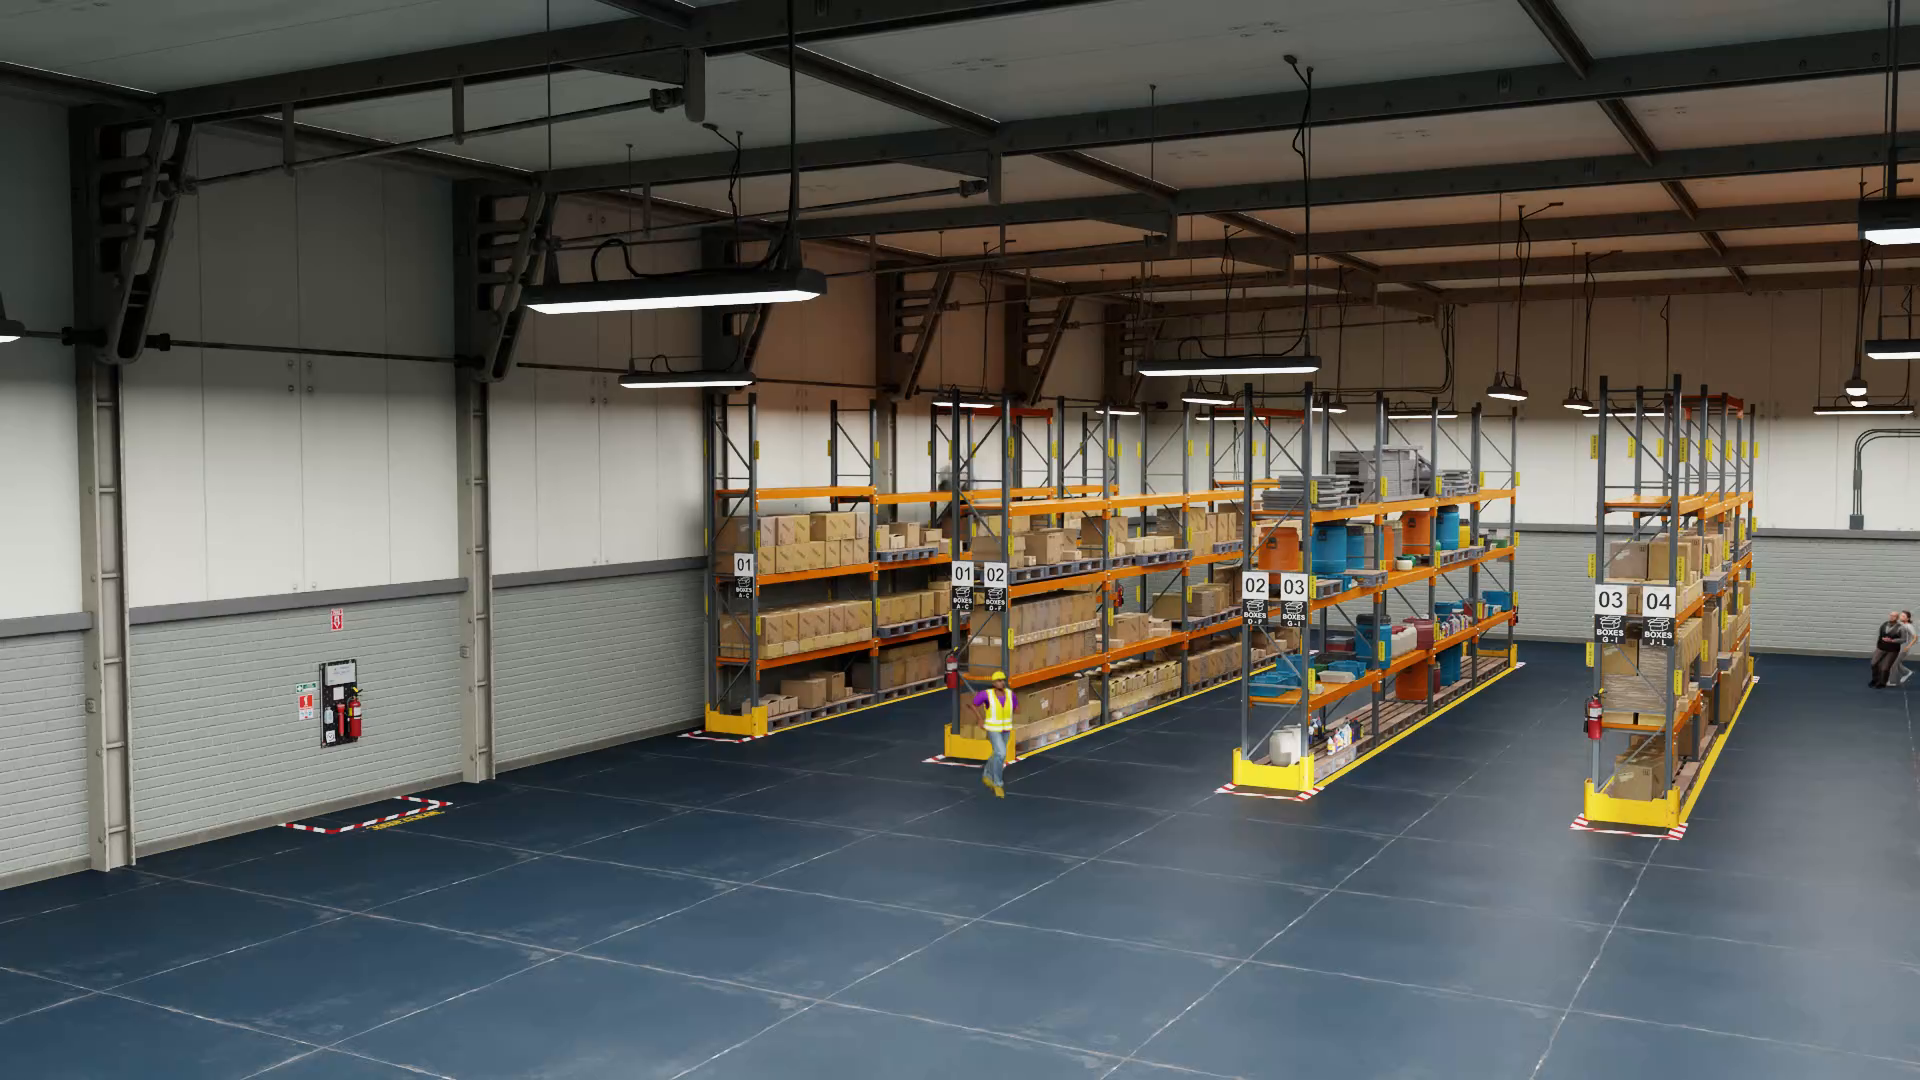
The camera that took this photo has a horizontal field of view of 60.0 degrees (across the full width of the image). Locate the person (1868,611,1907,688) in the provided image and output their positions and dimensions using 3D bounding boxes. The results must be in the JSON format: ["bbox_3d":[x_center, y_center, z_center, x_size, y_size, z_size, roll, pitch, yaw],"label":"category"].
[{"bbox_3d":[19.324,2.298,34.649,0.630,1.655,0.713,-3,4,-40],"label":"person"}]

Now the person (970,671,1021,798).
[{"bbox_3d":[0.569,2.817,24.301,0.663,1.827,0.786,-2,4,-32],"label":"person"}]

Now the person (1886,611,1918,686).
[{"bbox_3d":[19.933,2.295,35.104,0.695,1.632,0.656,0,3,-7],"label":"person"}]
